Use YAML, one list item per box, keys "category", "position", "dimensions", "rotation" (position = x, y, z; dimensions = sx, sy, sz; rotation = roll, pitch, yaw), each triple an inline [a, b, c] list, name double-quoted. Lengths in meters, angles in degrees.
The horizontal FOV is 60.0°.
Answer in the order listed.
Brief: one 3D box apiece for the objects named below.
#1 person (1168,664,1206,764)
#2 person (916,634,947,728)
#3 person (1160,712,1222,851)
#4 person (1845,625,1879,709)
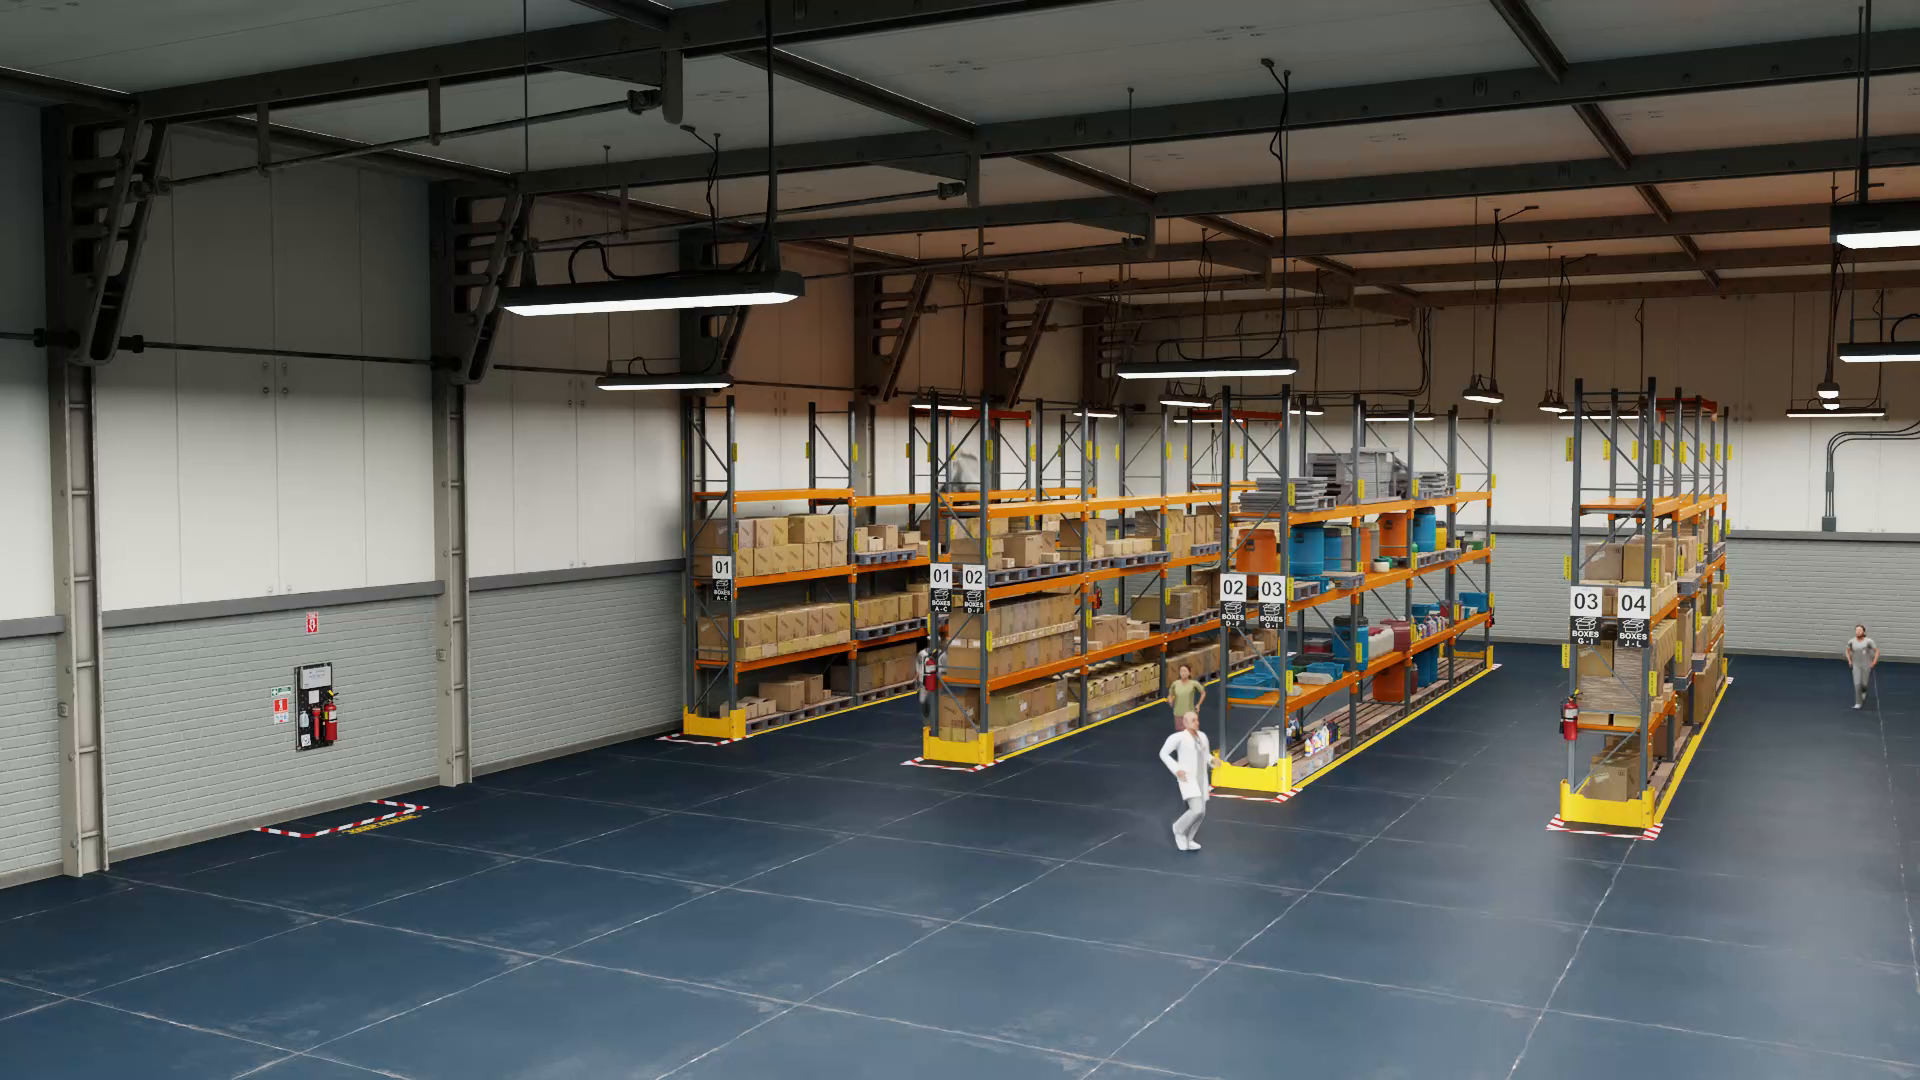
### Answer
- category: "person"
  position: [3.560, 2.787, 26.303]
  dimensions: [0.580, 1.659, 0.928]
  rotation: [1, 3, 25]
- category: "person"
  position: [-0.531, 2.543, 29.859]
  dimensions: [0.635, 1.735, 0.653]
  rotation: [1, 3, 11]
- category: "person"
  position: [2.941, 3.125, 20.789]
  dimensions: [0.694, 1.549, 0.642]
  rotation: [-2, 4, -35]
- category: "person"
  position: [17.667, 2.474, 32.584]
  dimensions: [0.586, 1.642, 0.635]
  rotation: [2, 4, 37]
